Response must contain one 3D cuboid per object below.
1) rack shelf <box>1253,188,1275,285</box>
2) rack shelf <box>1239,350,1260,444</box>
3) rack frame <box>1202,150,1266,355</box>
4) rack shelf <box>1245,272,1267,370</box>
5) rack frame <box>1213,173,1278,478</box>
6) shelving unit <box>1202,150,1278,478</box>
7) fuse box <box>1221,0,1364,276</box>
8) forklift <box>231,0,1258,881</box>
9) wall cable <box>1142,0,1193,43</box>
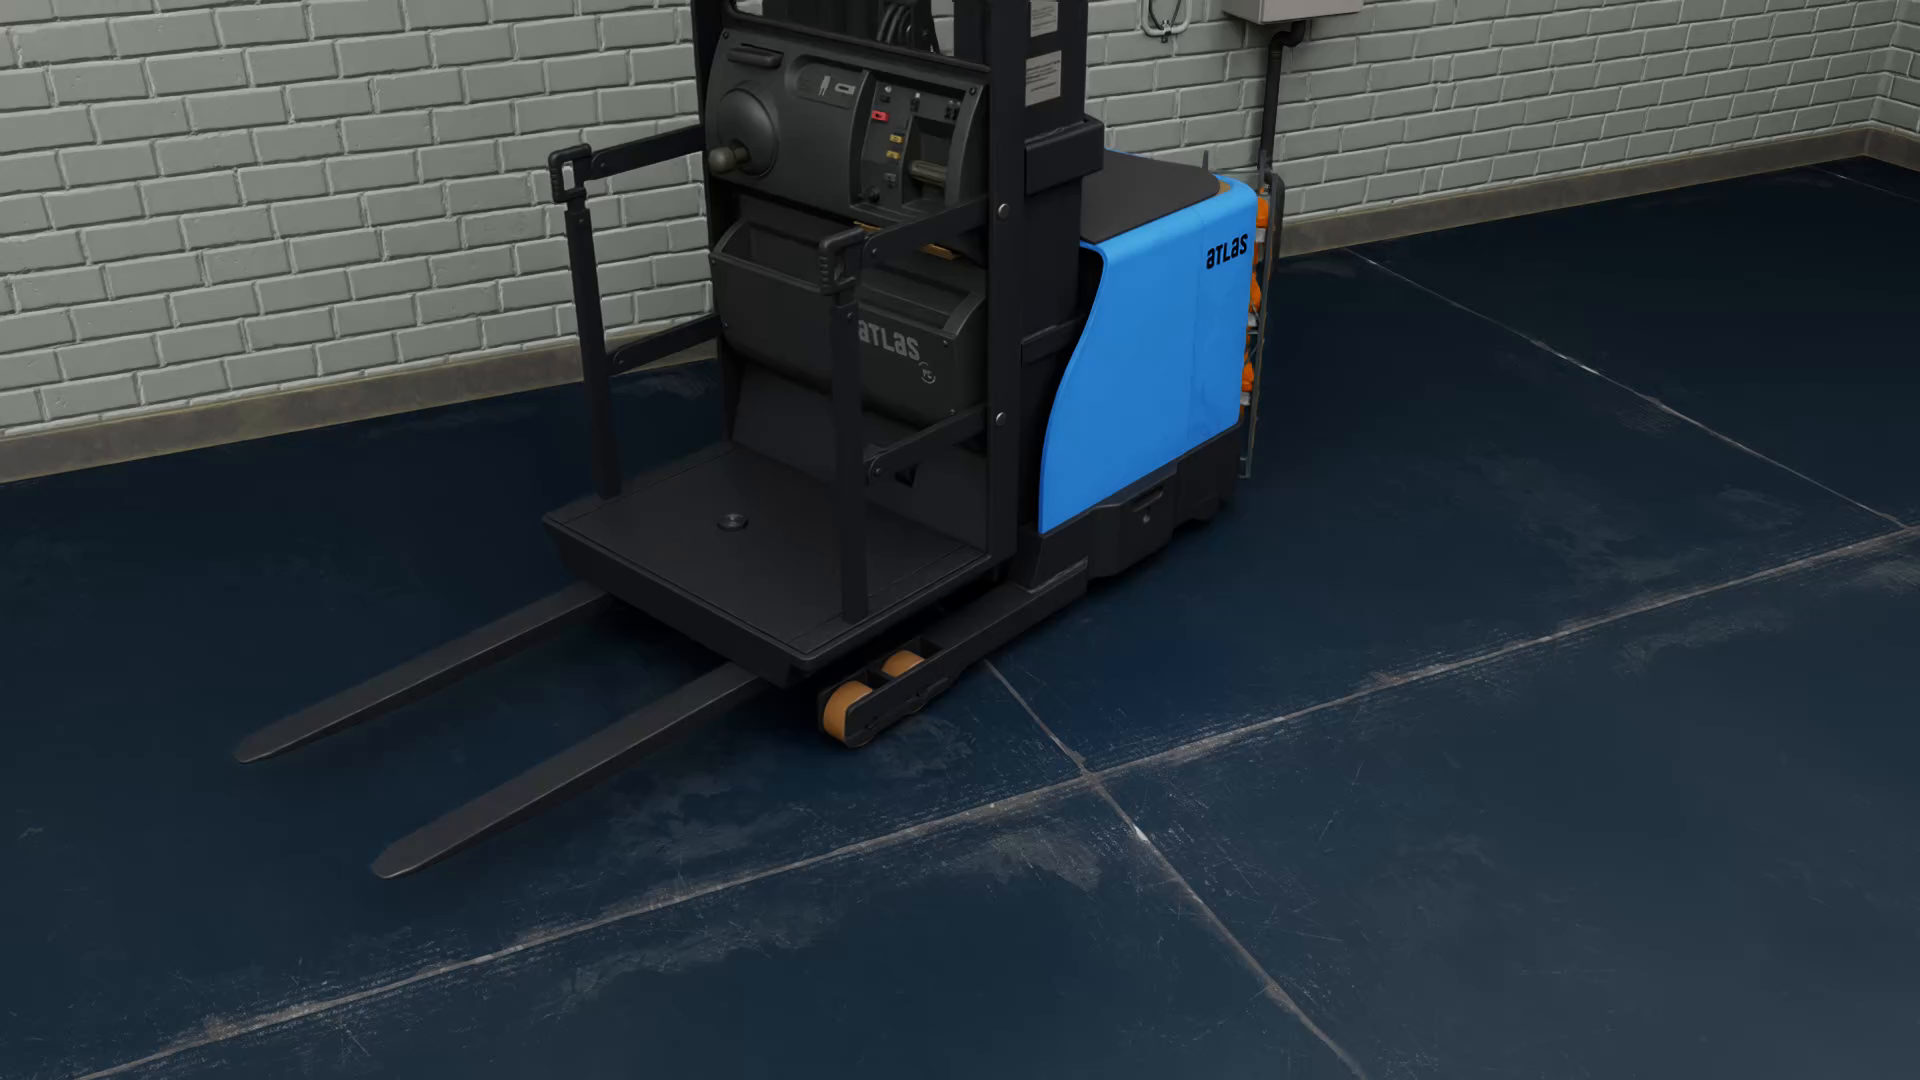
[{"bbox_3d":[0.880,-0.968,5.343,0.215,0.259,0.240,0,29,1],"label":"rack shelf"},{"bbox_3d":[0.881,-0.478,5.618,0.215,0.259,0.240,0,29,1],"label":"rack shelf"},{"bbox_3d":[0.882,-0.789,5.583,0.200,1.050,0.008,0,29,1],"label":"rack frame"},{"bbox_3d":[0.881,-0.720,5.482,0.215,0.259,0.240,0,29,1],"label":"rack shelf"},{"bbox_3d":[0.879,-0.670,5.371,0.200,1.050,0.008,0,29,1],"label":"rack frame"},{"bbox_3d":[0.881,-0.730,5.477,0.215,1.050,0.252,0,29,1],"label":"shelving unit"},{"bbox_3d":[1.409,-1.915,6.916,0.539,1.711,0.414,-13,32,-22],"label":"fuse box"},{"bbox_3d":[-0.453,-1.025,4.081,1.130,2.935,3.031,24,37,36],"label":"forklift"},{"bbox_3d":[0.725,-2.847,6.221,0.588,1.984,0.122,-13,32,-22],"label":"wall cable"}]
